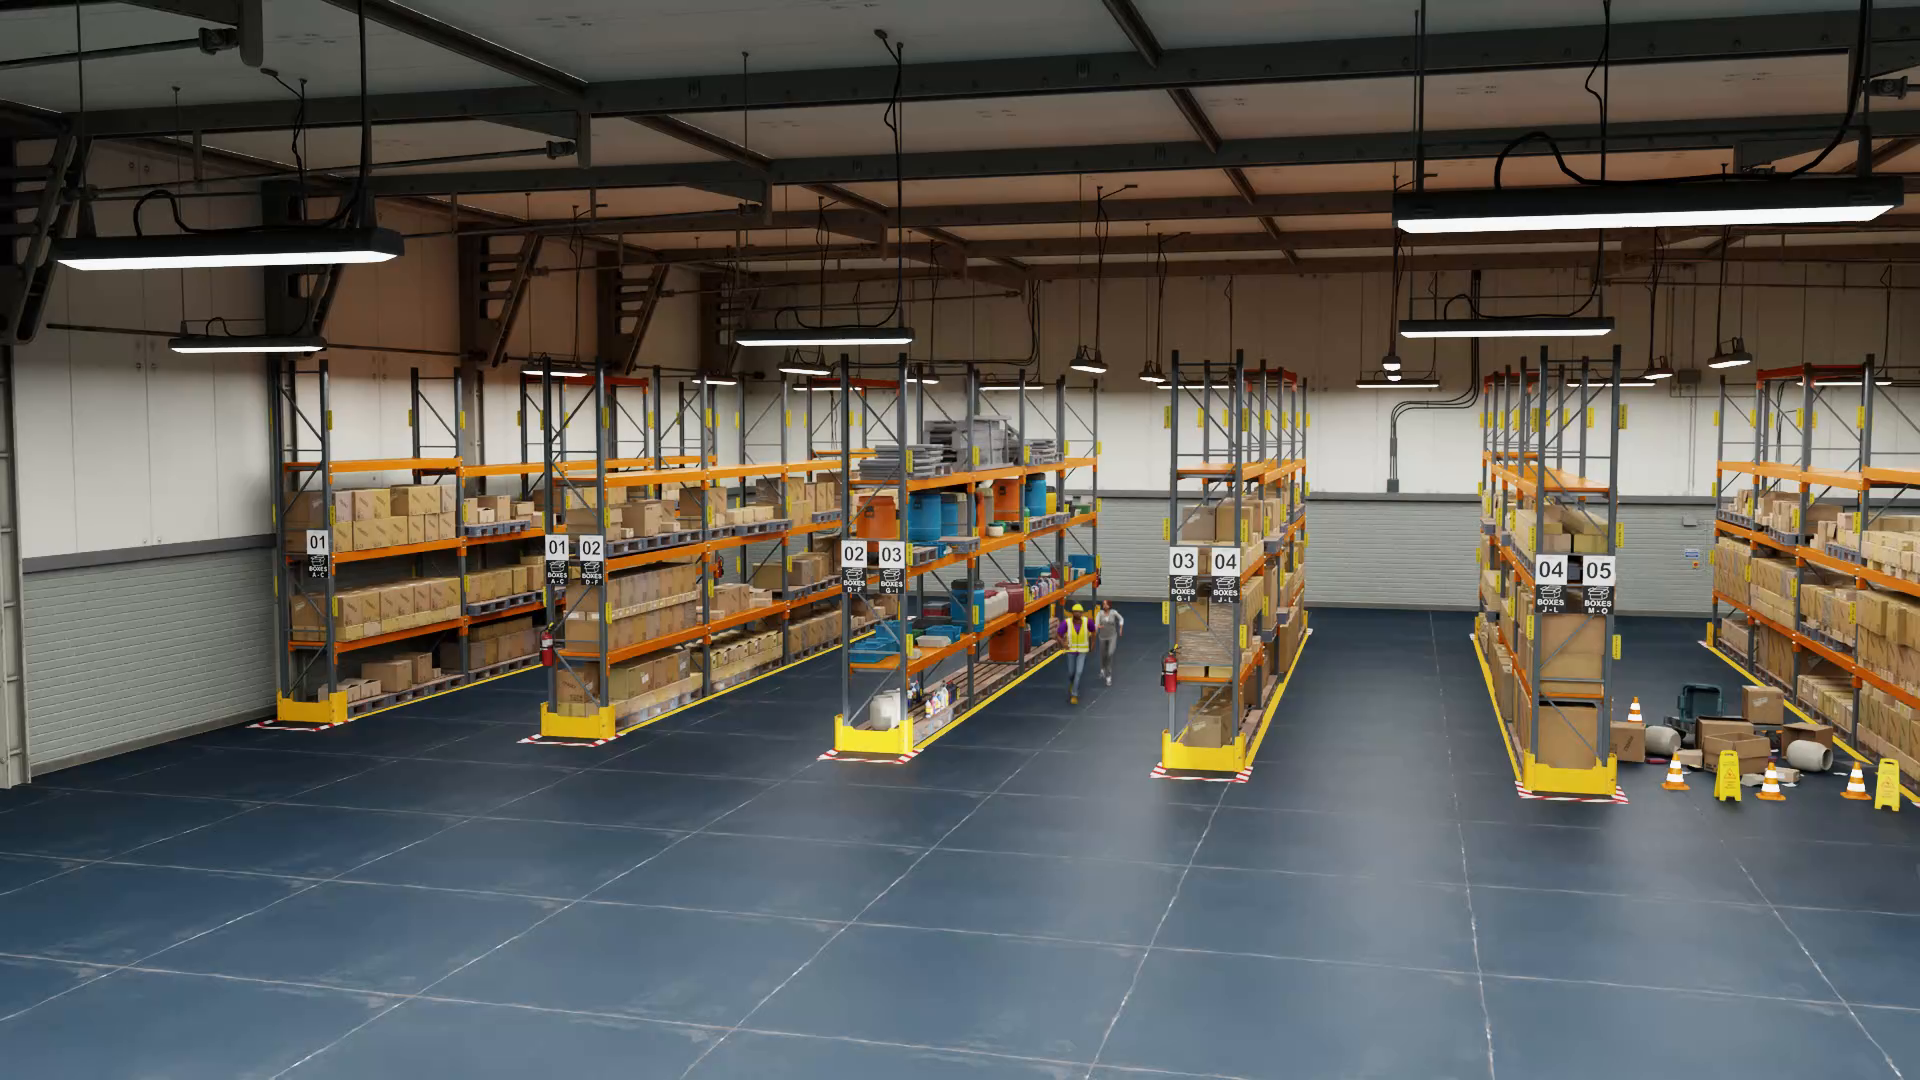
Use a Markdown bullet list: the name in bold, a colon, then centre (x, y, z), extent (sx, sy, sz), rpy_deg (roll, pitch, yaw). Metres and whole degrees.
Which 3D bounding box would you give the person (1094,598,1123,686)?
- **person**: centre (2.830, 1.917, 31.772), extent (0.548, 1.628, 0.844), rpy_deg (1, 4, 11)

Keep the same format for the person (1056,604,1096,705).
- **person**: centre (2.072, 1.999, 29.648), extent (0.726, 1.755, 0.964), rpy_deg (0, 4, 2)
